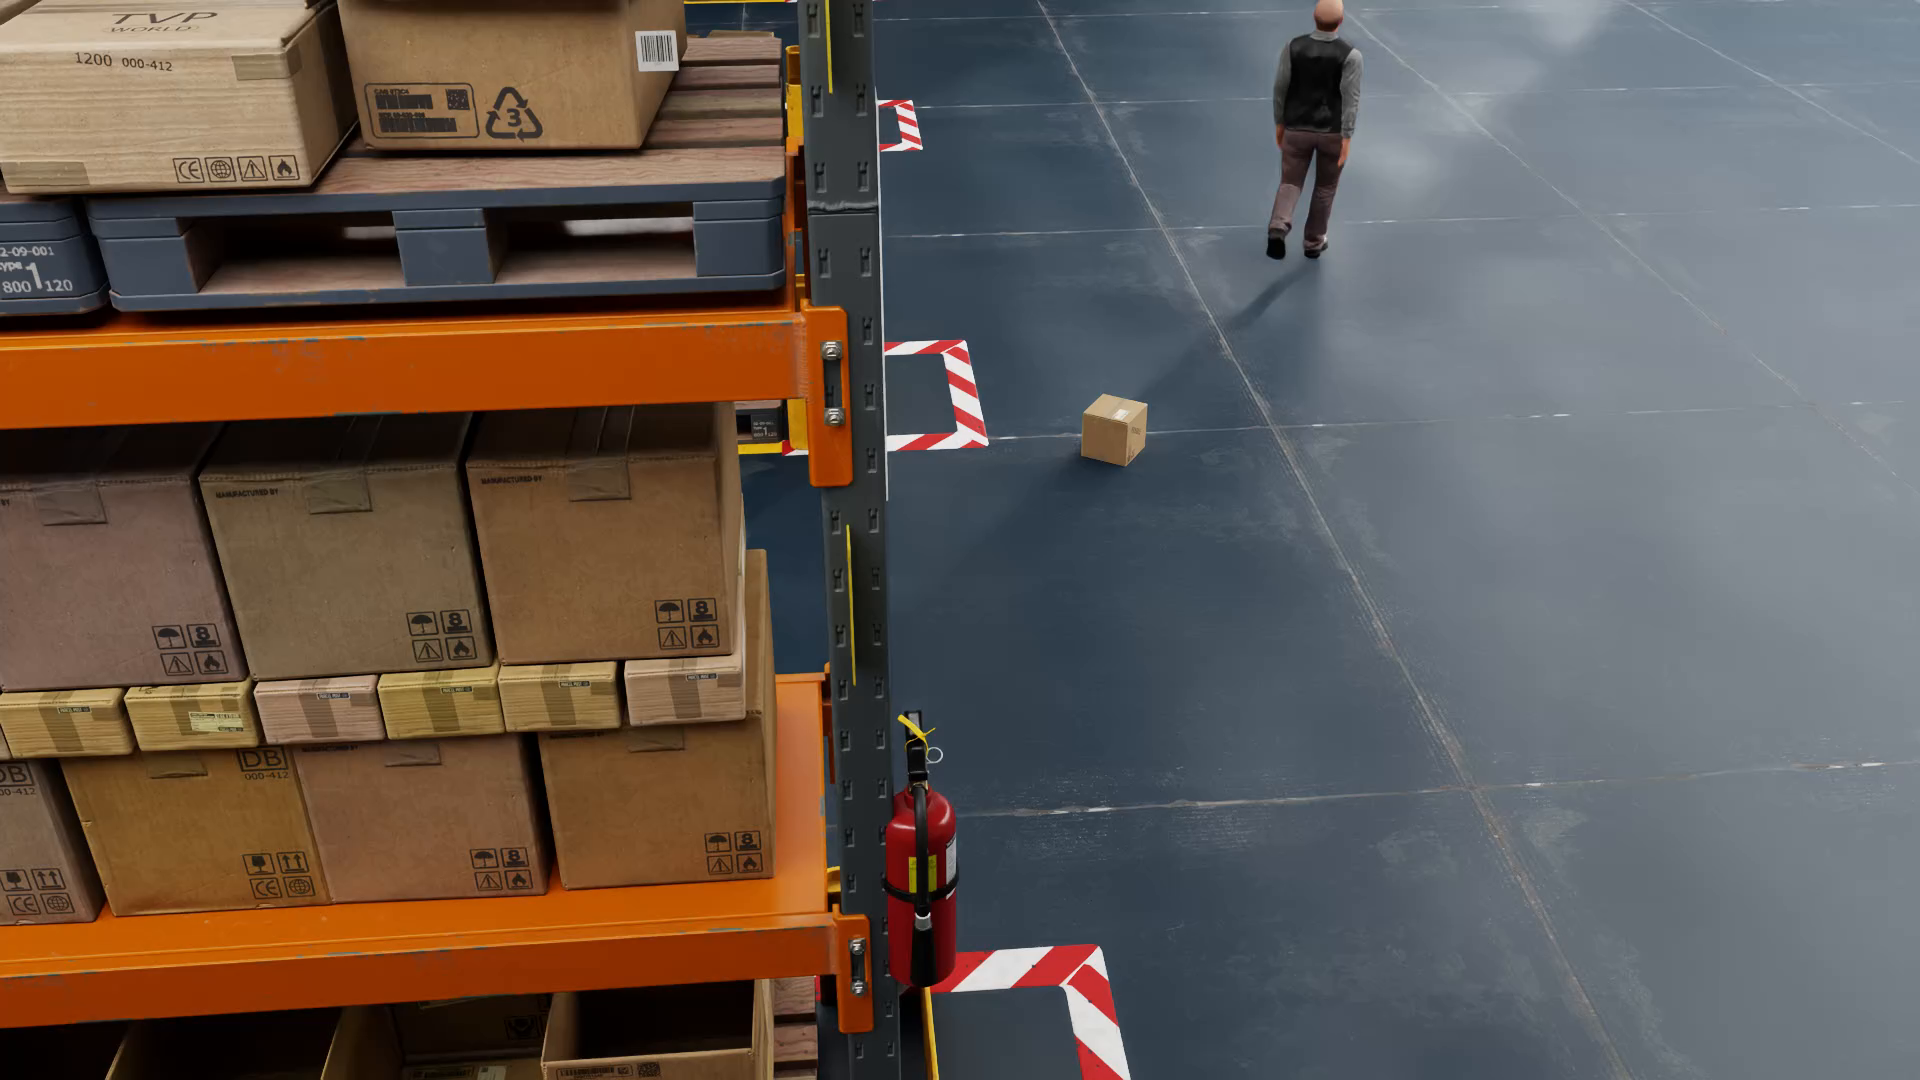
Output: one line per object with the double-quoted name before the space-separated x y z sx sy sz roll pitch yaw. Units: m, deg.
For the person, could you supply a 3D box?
"person" 2.197 -2.537 10.386 0.543 1.697 0.783 13 33 20
